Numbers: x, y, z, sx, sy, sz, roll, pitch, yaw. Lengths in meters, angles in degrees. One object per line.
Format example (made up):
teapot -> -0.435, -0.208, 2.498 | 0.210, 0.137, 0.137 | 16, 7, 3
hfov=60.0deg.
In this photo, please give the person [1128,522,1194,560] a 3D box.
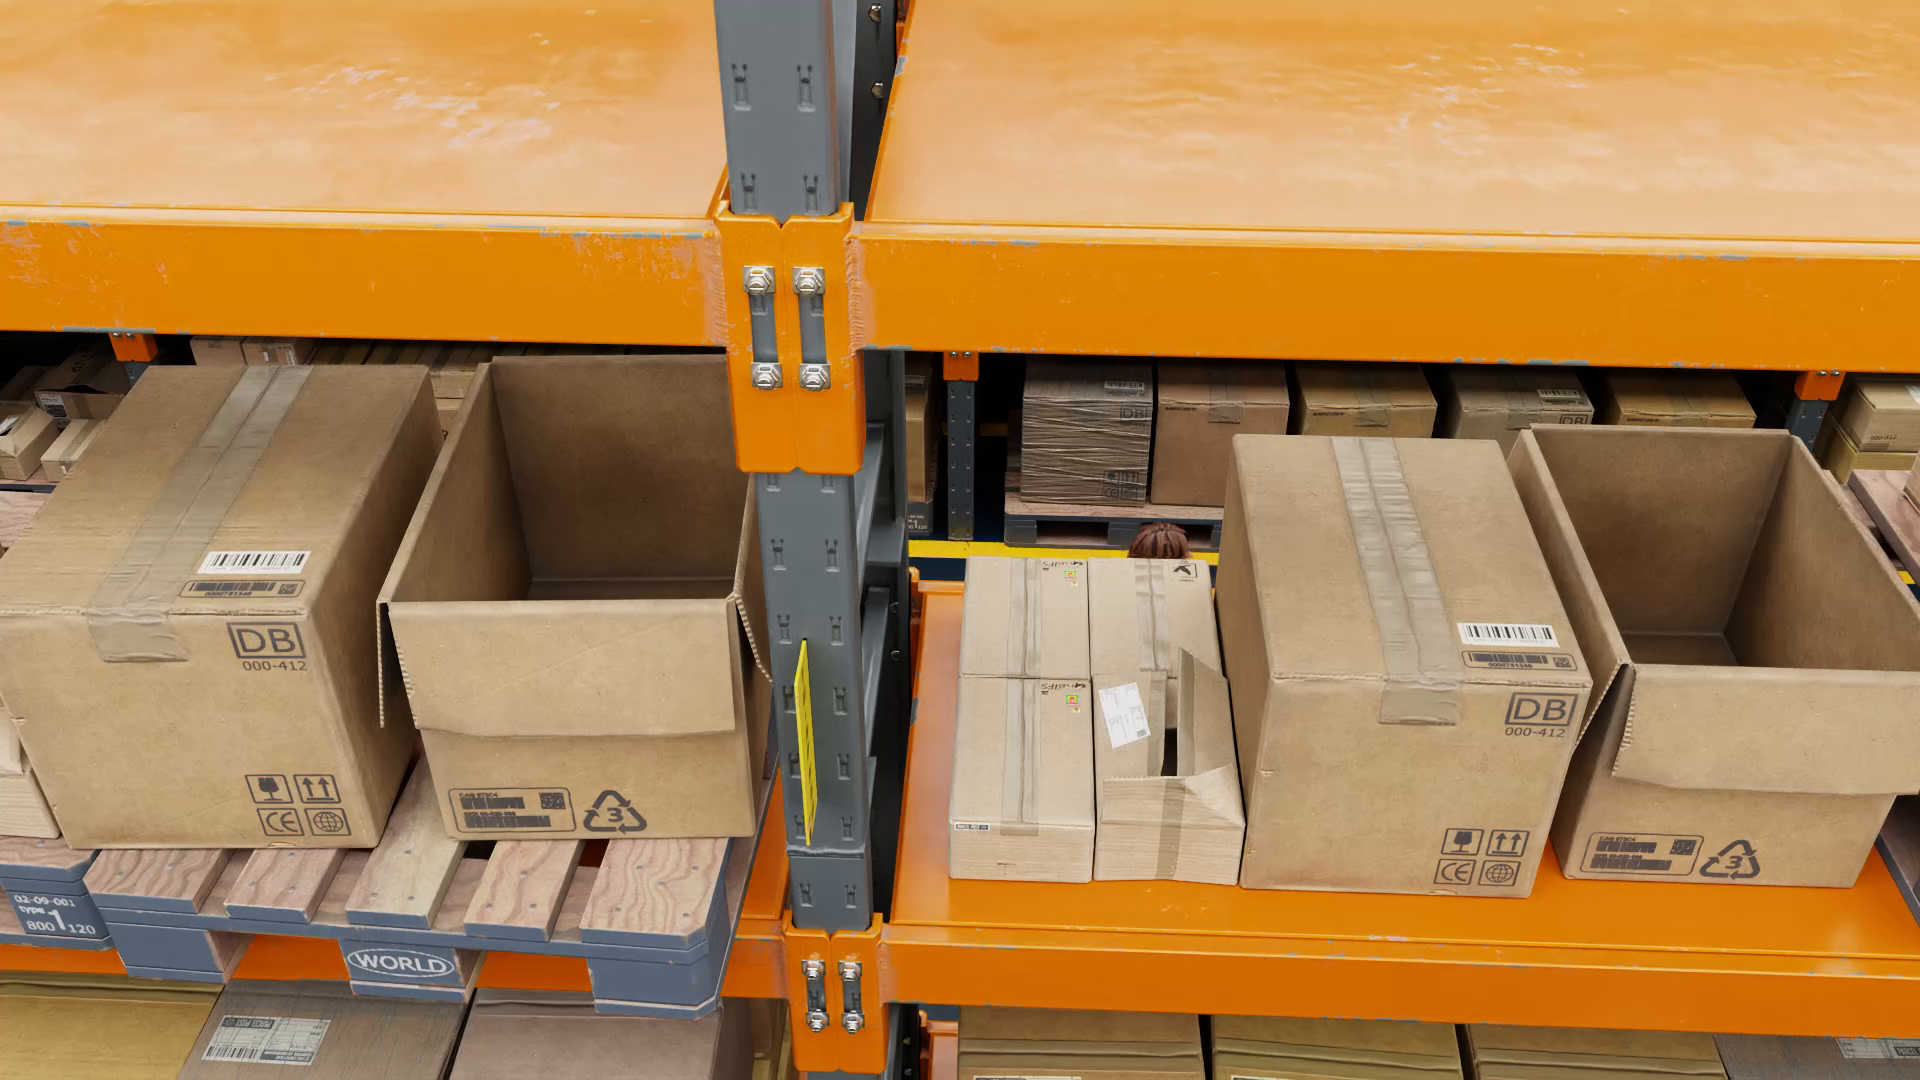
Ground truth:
person -> 0.825, 0.600, 6.298 | 0.489, 1.596, 0.425 | 1, 36, 2
